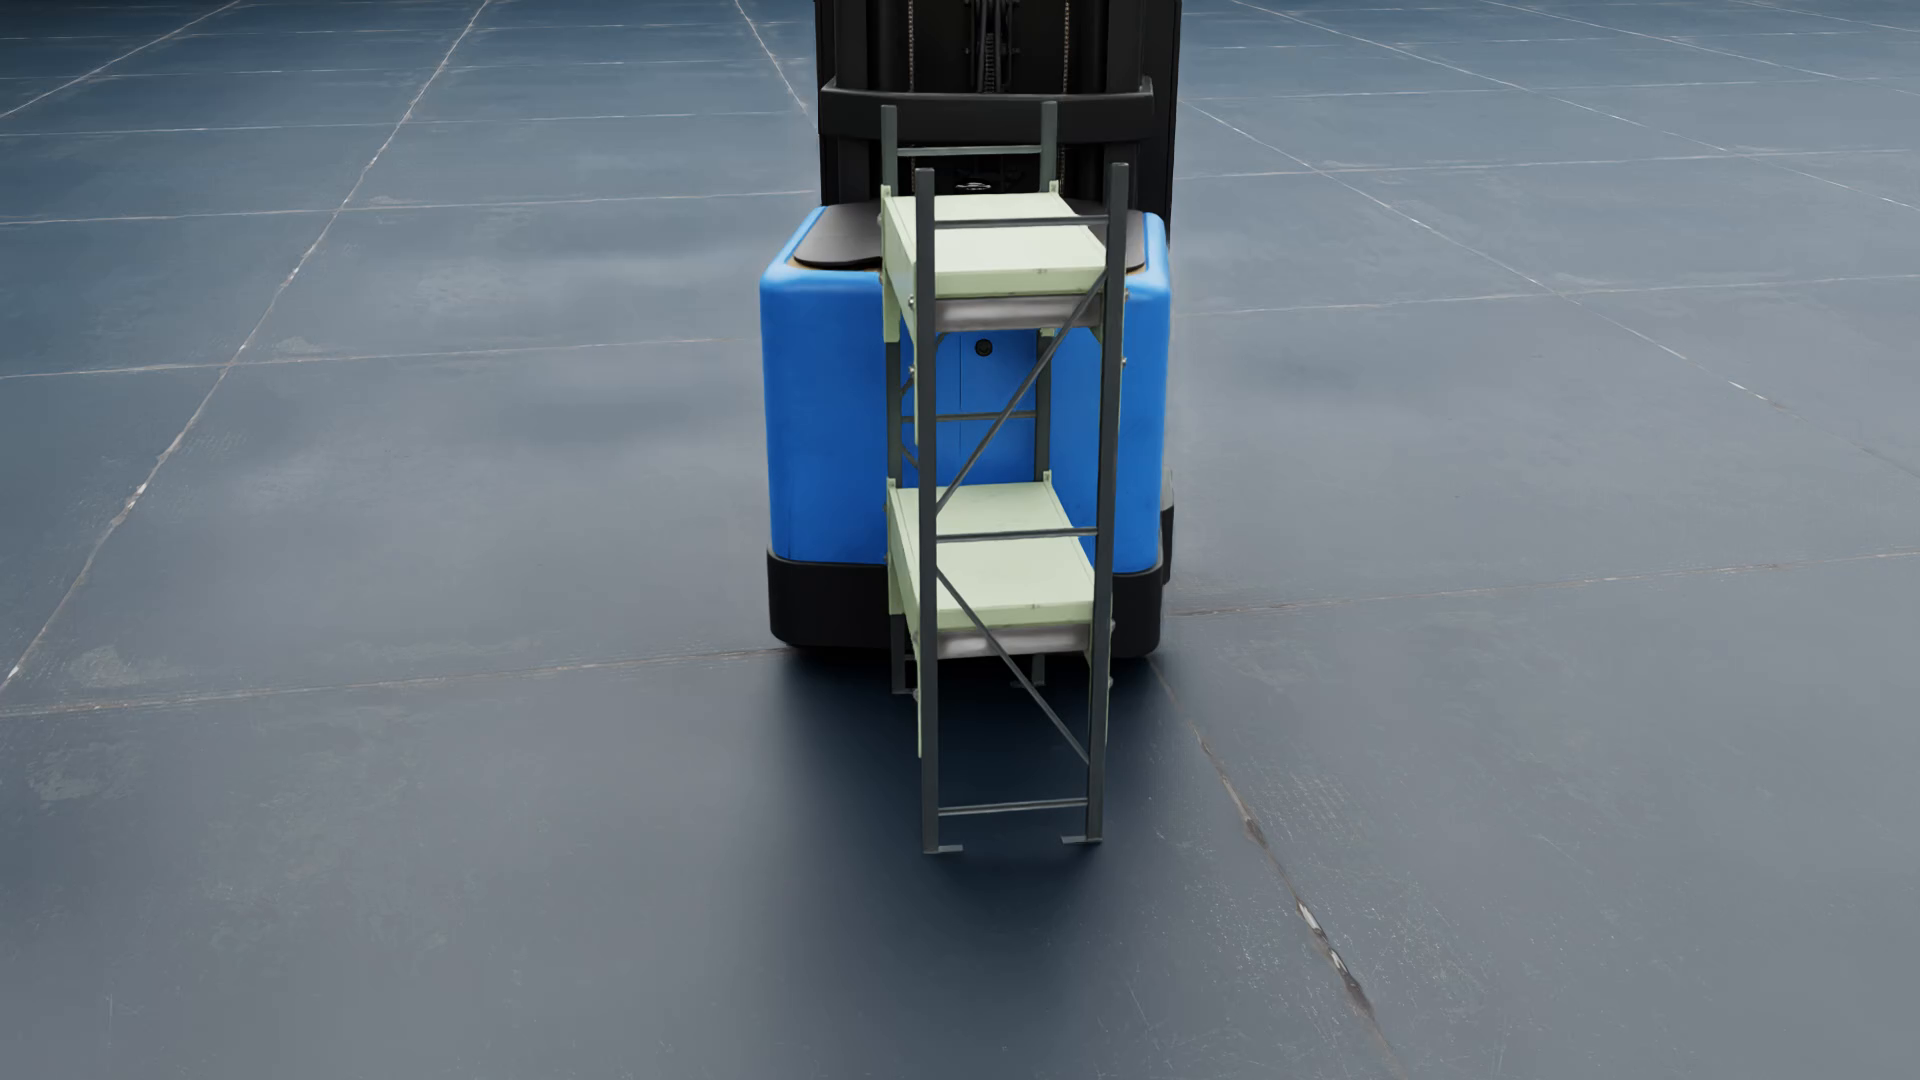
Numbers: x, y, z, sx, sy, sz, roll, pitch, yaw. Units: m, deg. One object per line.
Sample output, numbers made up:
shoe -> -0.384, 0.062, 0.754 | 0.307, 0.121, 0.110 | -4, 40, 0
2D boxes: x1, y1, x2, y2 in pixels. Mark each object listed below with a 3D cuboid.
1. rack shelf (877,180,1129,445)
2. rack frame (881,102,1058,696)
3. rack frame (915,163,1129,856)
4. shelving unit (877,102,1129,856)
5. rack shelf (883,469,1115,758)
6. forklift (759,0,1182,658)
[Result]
rack shelf -> 0.069, -0.510, 3.568 | 0.431, 0.370, 0.720 | -3, 24, -7
rack frame -> 0.022, -0.297, 4.057 | 0.400, 1.500, 0.023 | -3, 24, -7
rack frame -> 0.116, -0.007, 3.391 | 0.400, 1.500, 0.023 | -3, 24, -7
shelving unit -> 0.069, -0.152, 3.724 | 0.431, 1.500, 0.755 | -3, 24, -7
rack shelf -> 0.069, 0.147, 3.854 | 0.431, 0.370, 0.720 | -3, 24, -7
forklift -> 0.135, -1.585, 5.216 | 1.130, 2.935, 3.031 | 2, 24, 5
